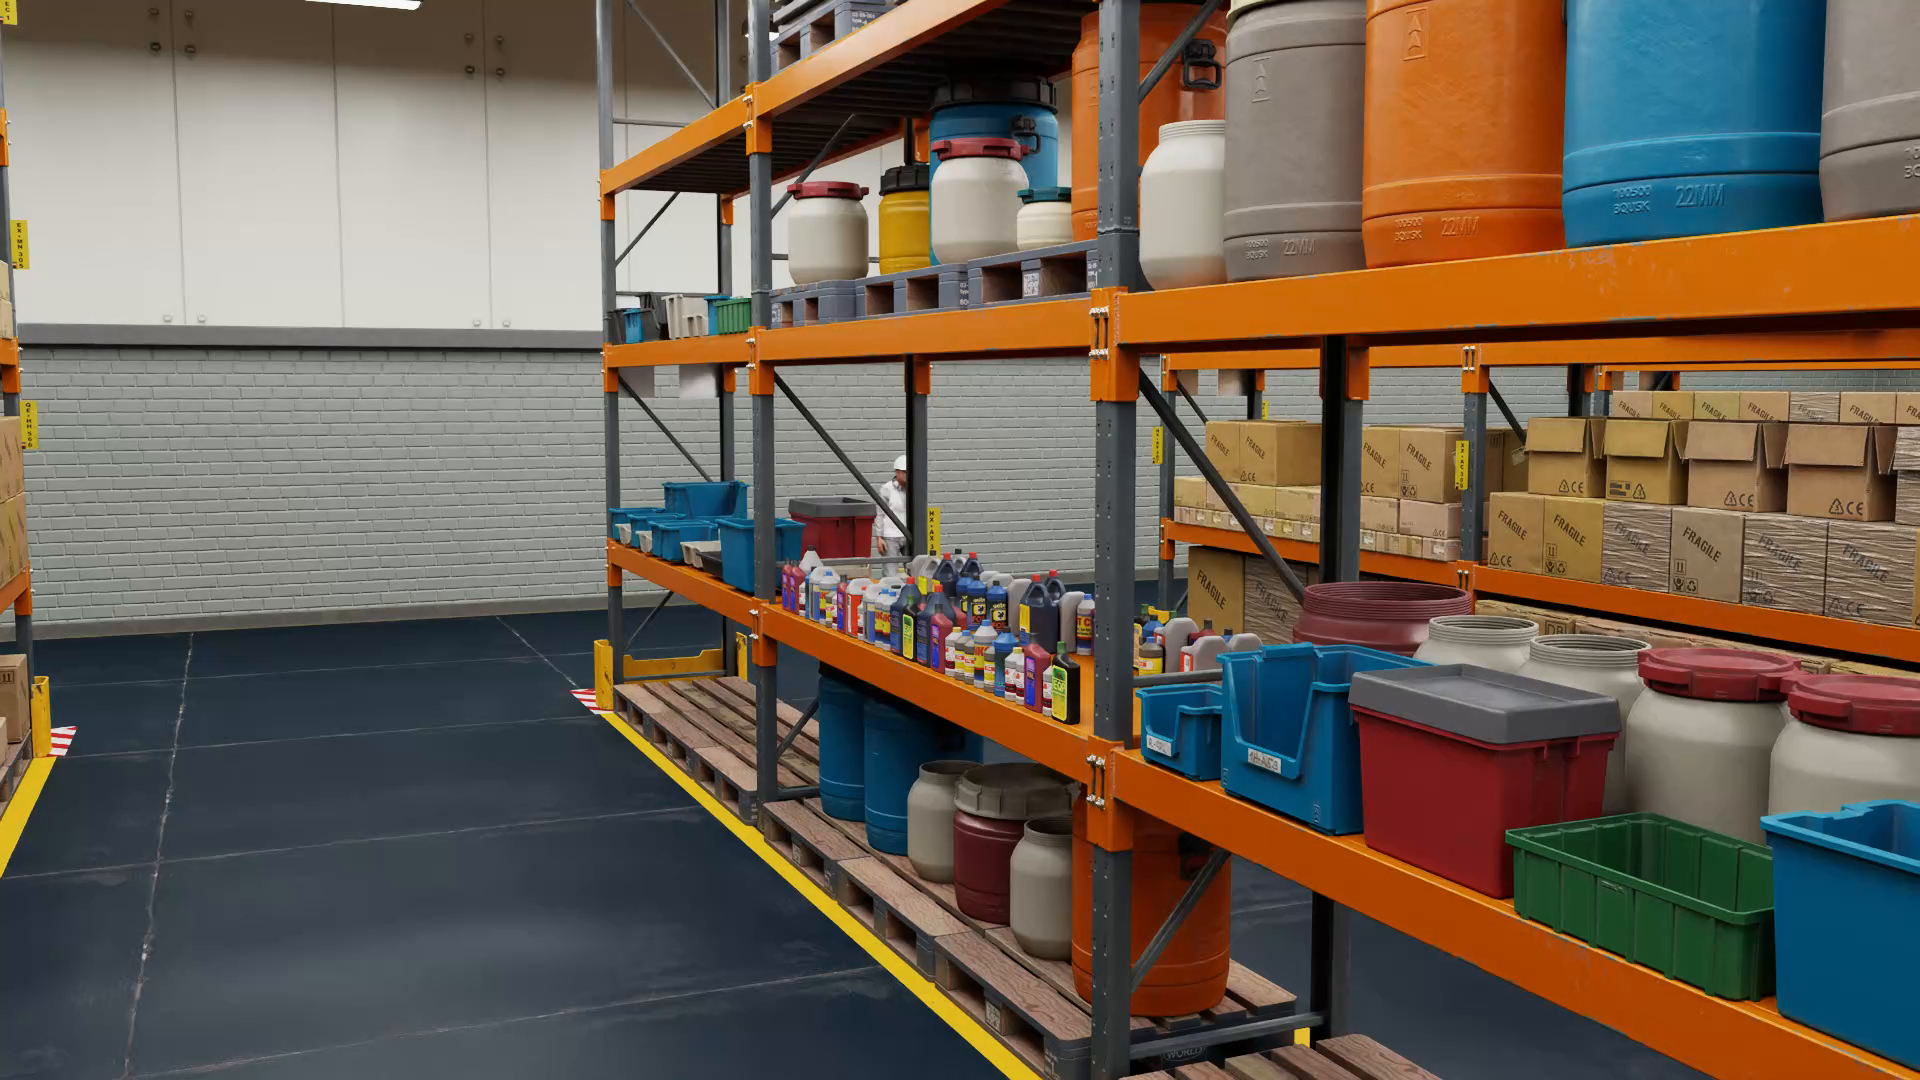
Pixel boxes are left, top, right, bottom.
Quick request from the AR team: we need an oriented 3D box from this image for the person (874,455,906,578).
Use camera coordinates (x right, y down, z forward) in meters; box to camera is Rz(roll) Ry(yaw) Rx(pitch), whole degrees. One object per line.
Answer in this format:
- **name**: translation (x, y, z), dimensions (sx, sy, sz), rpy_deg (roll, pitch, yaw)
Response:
- **person**: translation (-0.624, -0.010, 17.563), dimensions (0.581, 1.771, 0.461), rpy_deg (-2, 6, -23)
